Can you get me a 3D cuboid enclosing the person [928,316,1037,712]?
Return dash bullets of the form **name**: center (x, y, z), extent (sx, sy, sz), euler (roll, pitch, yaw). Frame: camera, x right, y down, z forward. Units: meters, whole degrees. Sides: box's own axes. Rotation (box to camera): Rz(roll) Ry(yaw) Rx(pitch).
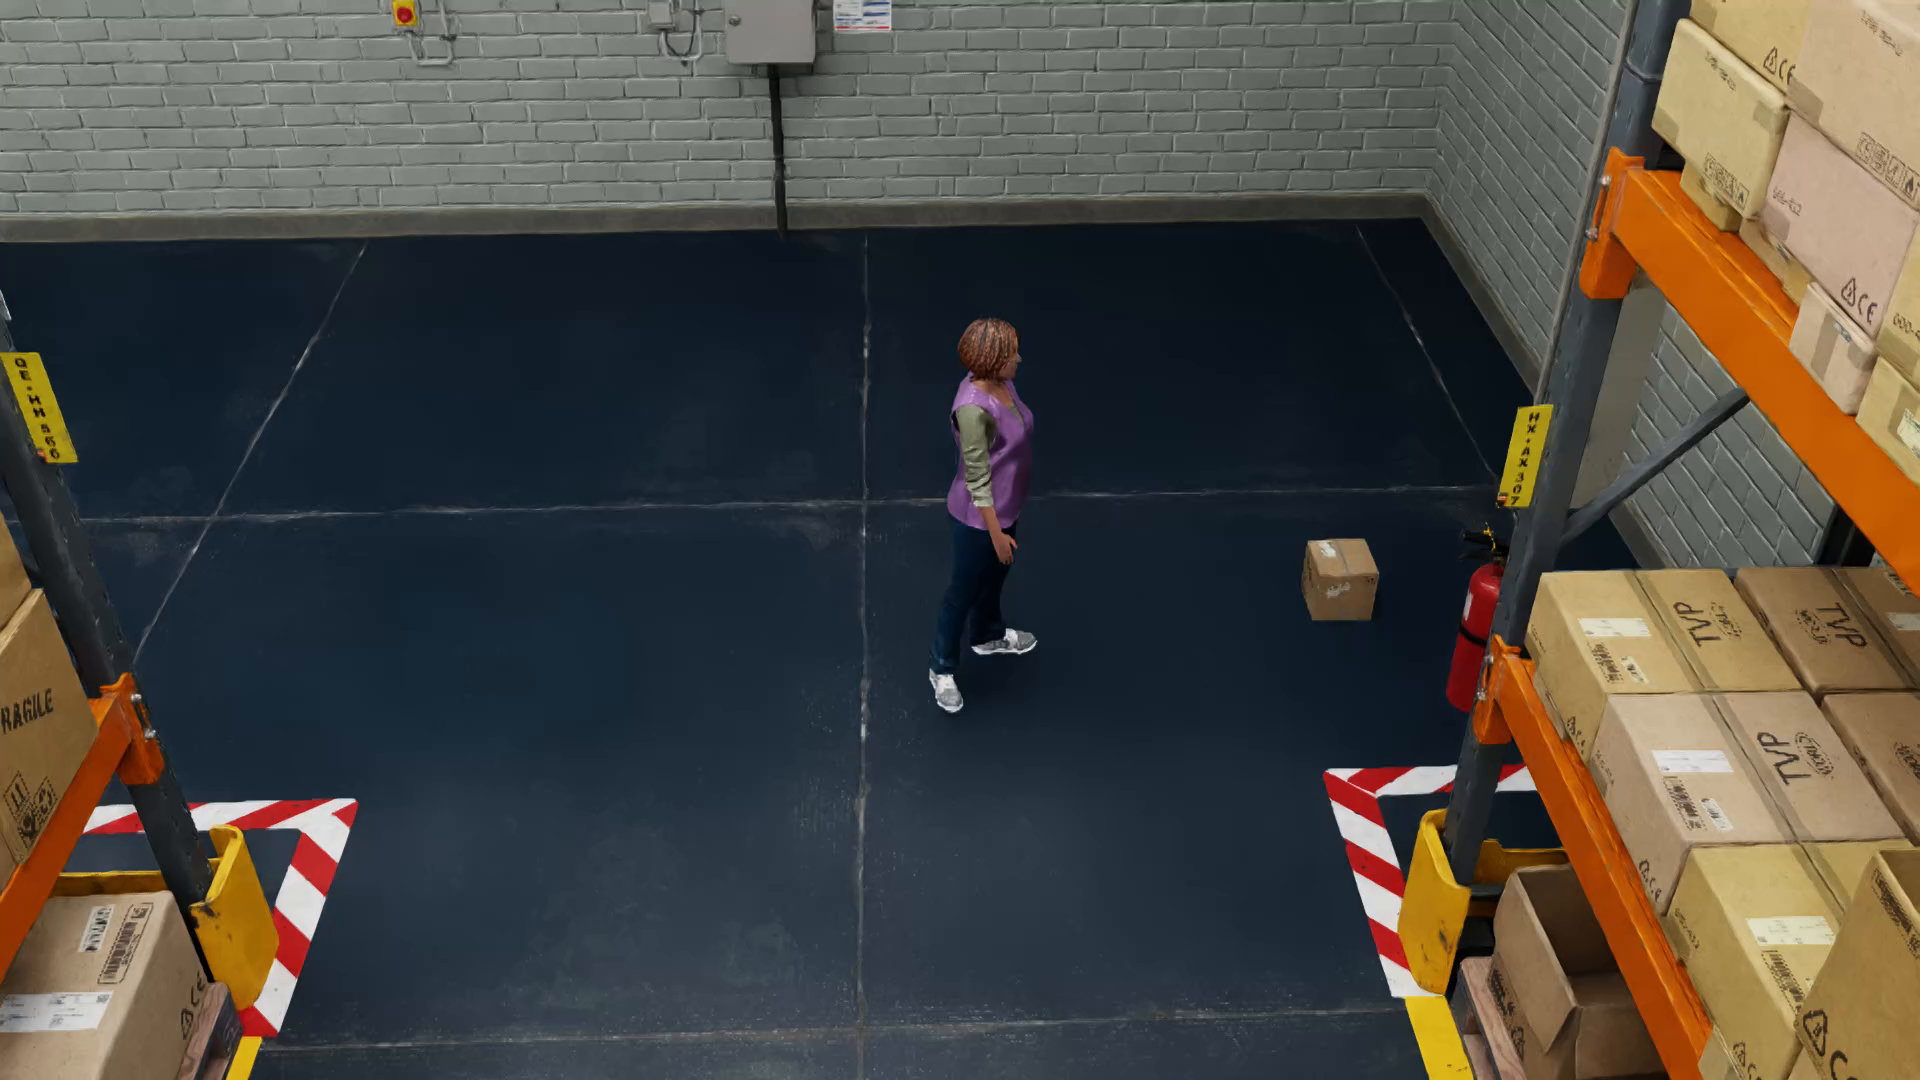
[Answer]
- **person**: center (0.077, -0.100, 6.272), extent (0.370, 1.604, 0.551), euler (11, 37, 15)
